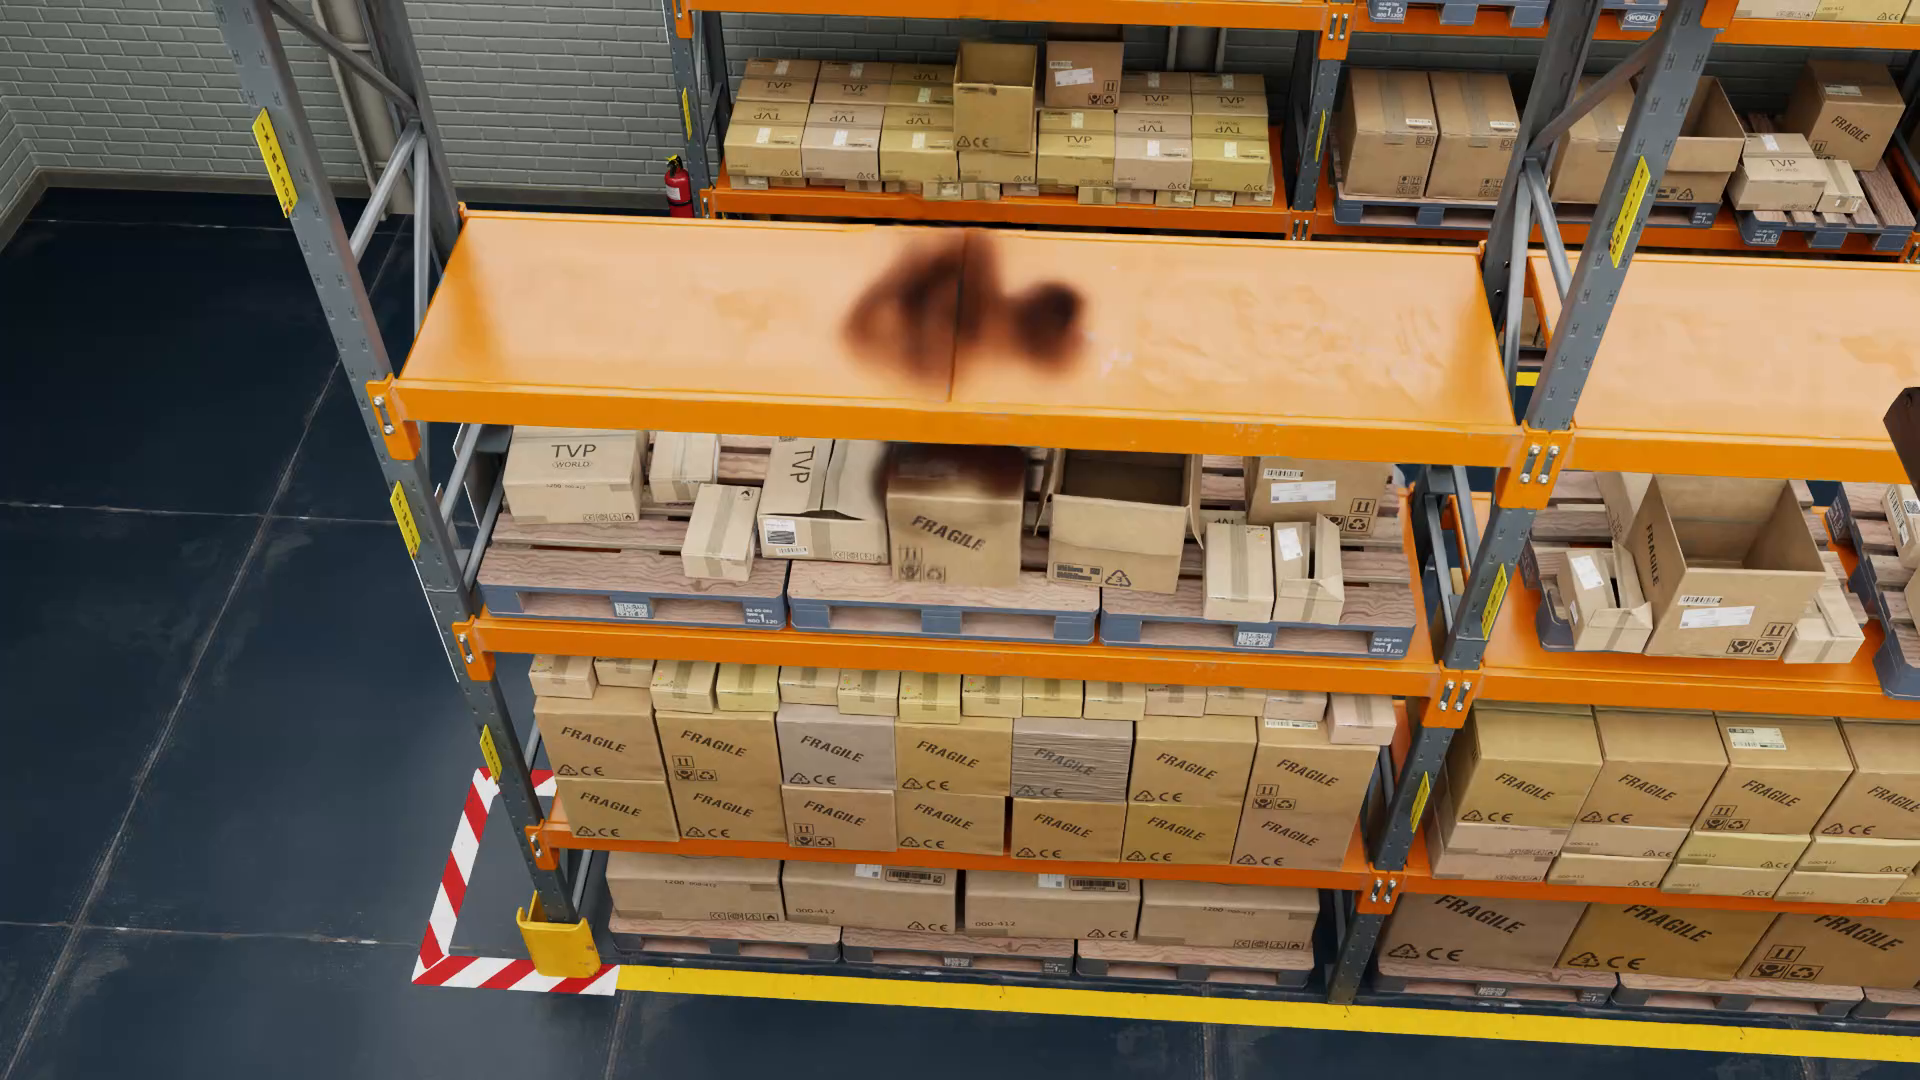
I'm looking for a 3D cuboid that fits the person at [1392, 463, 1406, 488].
[{"bbox_3d":[2.175,0.216,9.373,0.629,1.760,0.672,2,48,2],"label":"person"}]
